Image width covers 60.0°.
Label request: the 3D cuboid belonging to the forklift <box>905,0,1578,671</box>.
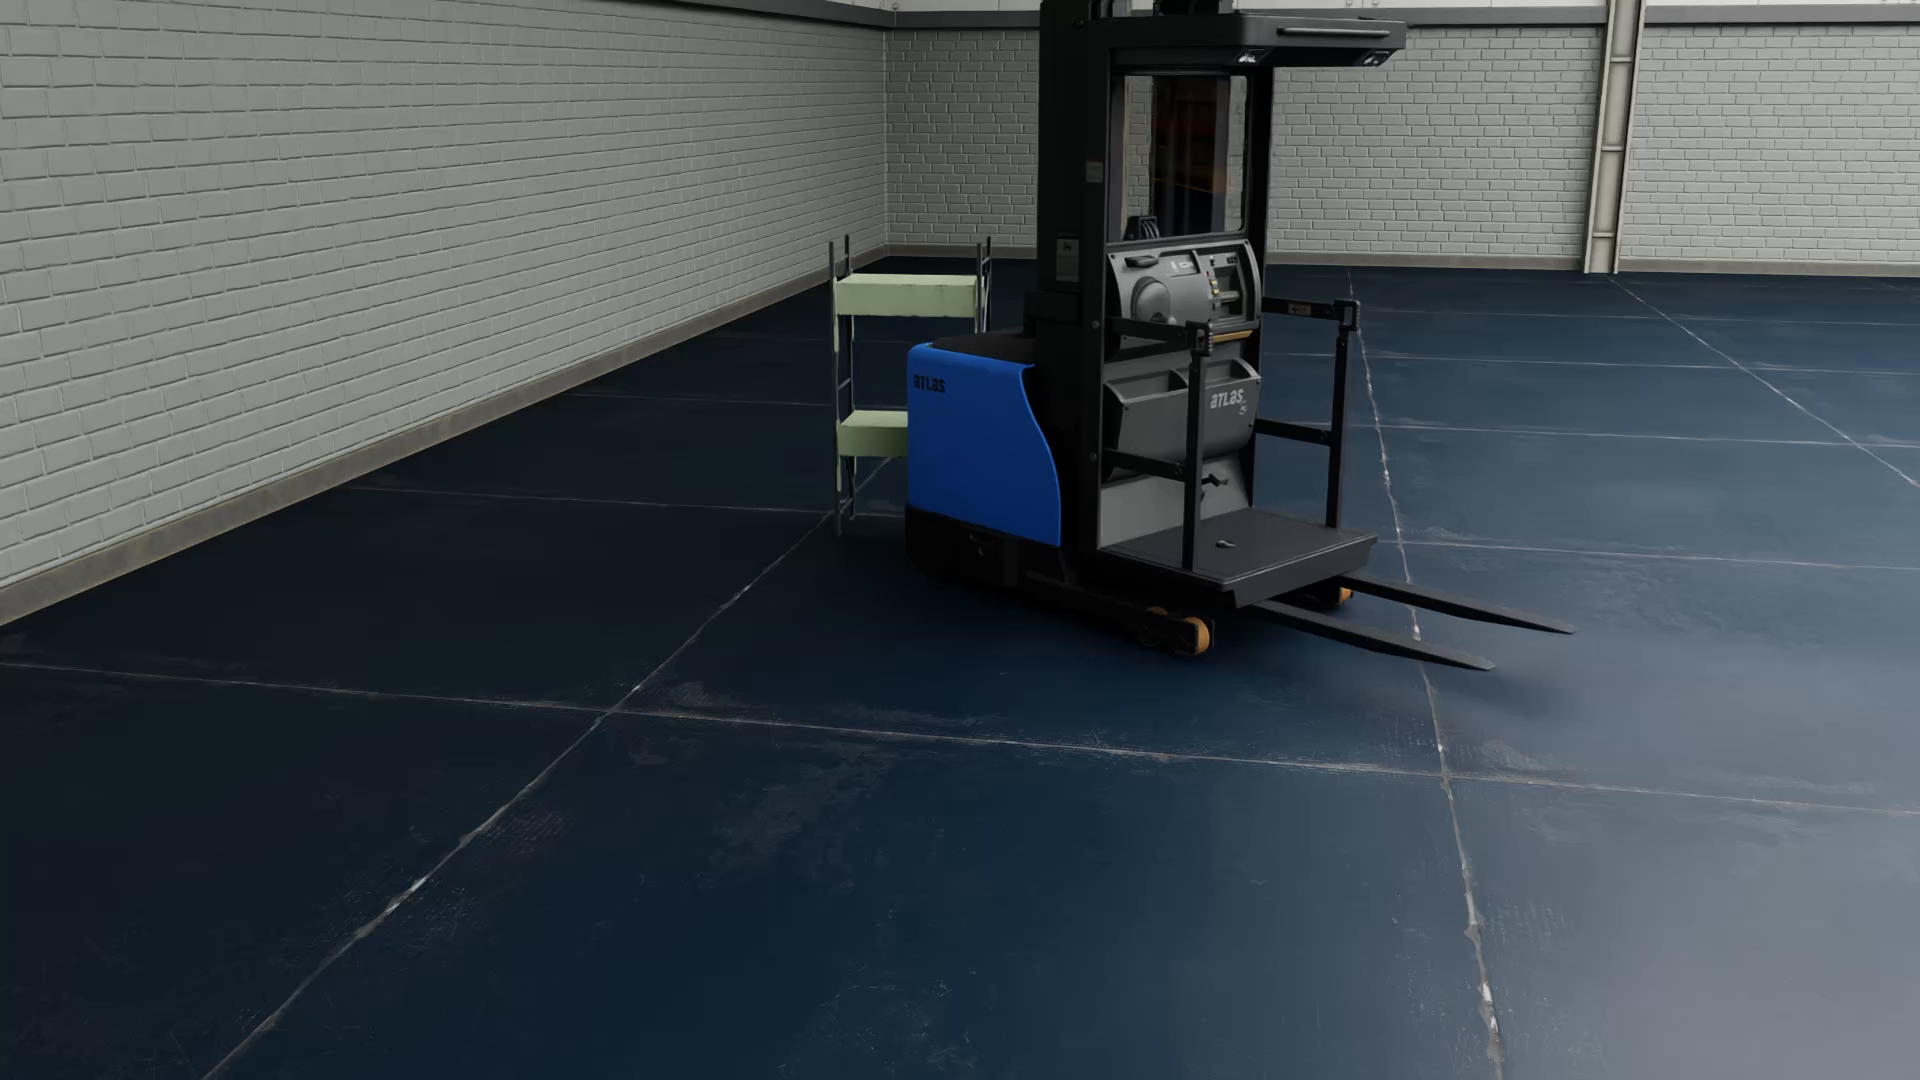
[{"bbox_3d":[1.108,-1.087,6.926,1.130,2.935,3.031,-14,21,-41],"label":"forklift"}]

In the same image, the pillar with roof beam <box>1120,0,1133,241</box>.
[{"bbox_3d":[1.068,-6.807,16.208,0.400,9.000,9.100,3,16,11],"label":"pillar with roof beam"}]

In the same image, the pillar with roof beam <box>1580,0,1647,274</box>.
[{"bbox_3d":[6.948,-6.488,15.055,0.400,9.000,9.100,3,16,11],"label":"pillar with roof beam"}]

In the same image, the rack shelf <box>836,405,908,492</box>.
[{"bbox_3d":[-0.242,-0.467,8.589,0.720,0.370,0.431,2,16,8],"label":"rack shelf"}]

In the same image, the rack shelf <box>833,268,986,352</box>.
[{"bbox_3d":[-0.242,-1.157,8.397,0.720,0.370,0.431,2,16,8],"label":"rack shelf"}]

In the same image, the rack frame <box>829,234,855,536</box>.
[{"bbox_3d":[-0.604,-0.795,8.552,0.023,1.500,0.400,2,16,8],"label":"rack frame"}]

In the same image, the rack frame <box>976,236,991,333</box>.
[{"bbox_3d":[0.120,-0.767,8.451,0.023,1.500,0.400,2,16,8],"label":"rack frame"}]

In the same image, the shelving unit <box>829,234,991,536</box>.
[{"bbox_3d":[-0.242,-0.781,8.502,0.755,1.500,0.431,2,16,8],"label":"shelving unit"}]
